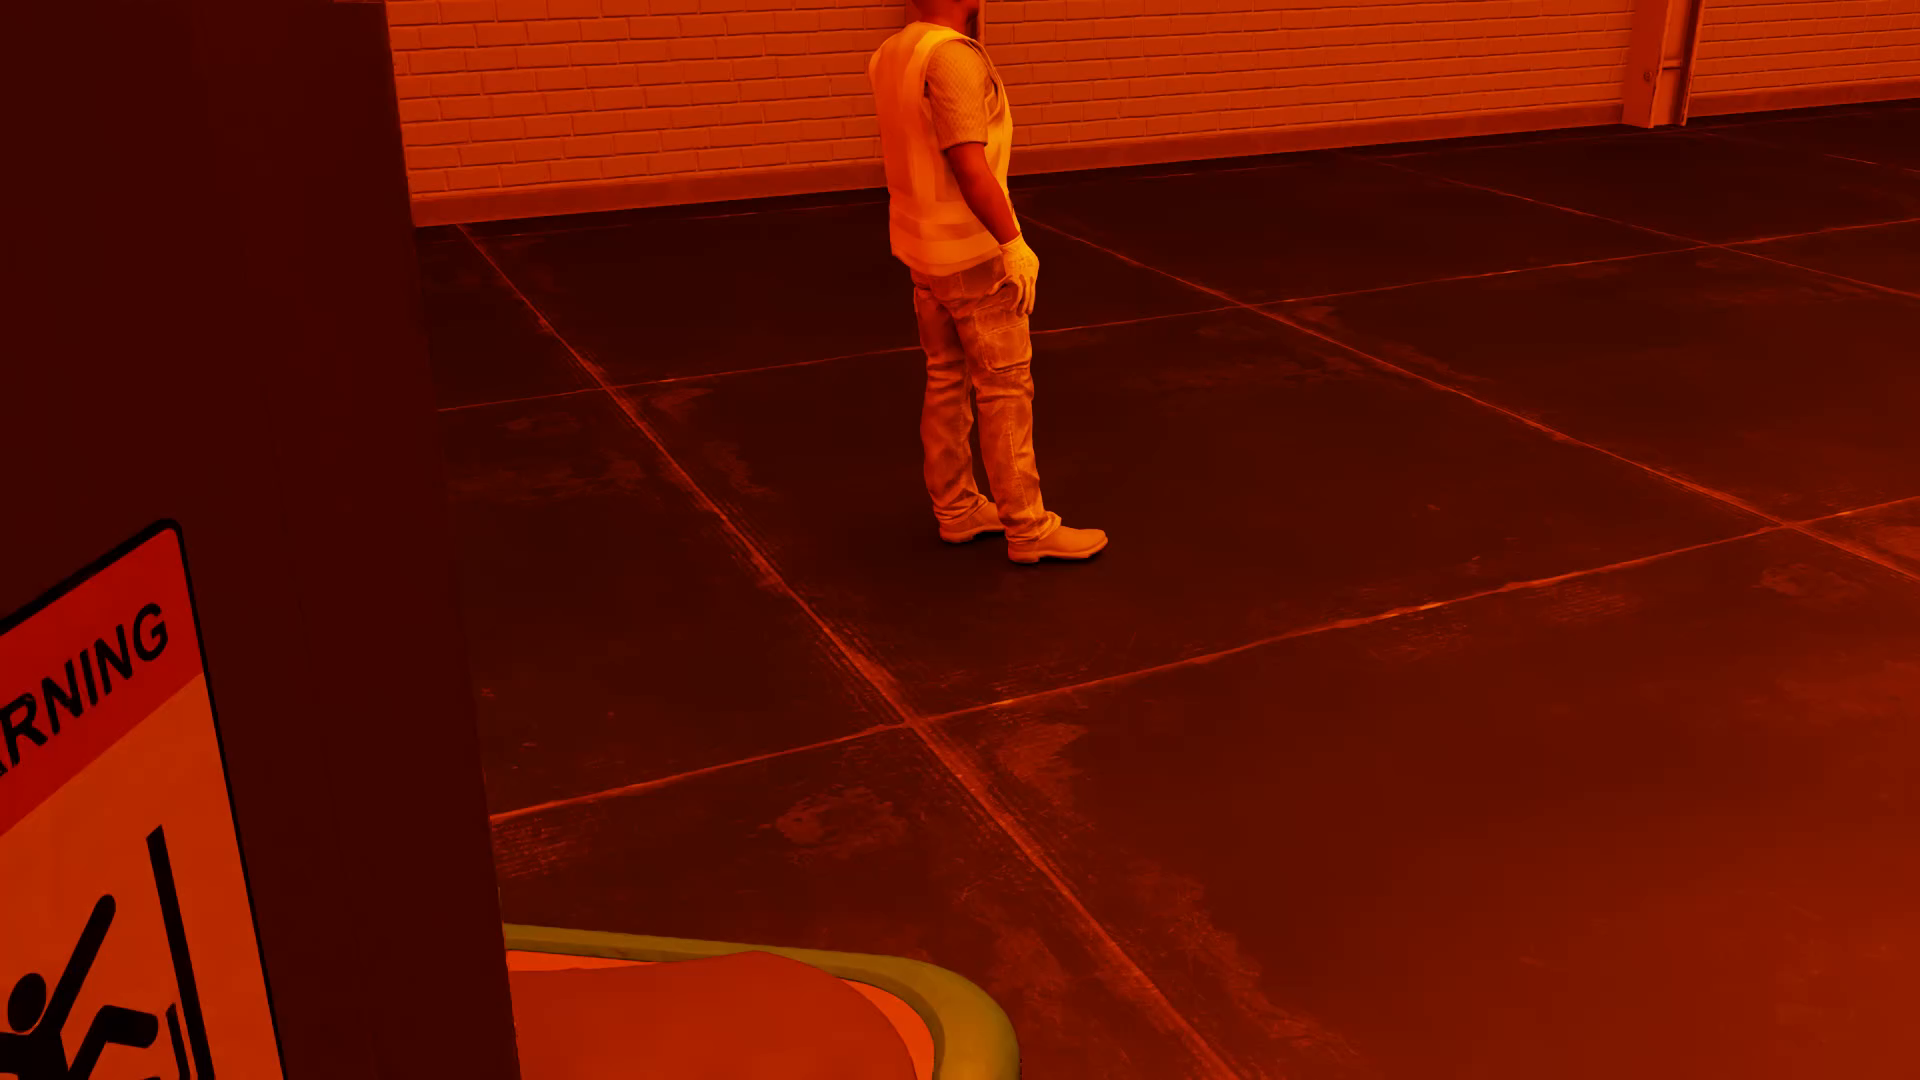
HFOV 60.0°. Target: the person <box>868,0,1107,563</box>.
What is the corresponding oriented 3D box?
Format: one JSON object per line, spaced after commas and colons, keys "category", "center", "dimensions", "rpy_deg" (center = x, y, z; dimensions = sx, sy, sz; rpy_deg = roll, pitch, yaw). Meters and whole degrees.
{"category": "person", "center": [0.069, -0.839, 4.783], "dimensions": [0.576, 1.782, 0.656], "rpy_deg": [-10, 25, -23]}
